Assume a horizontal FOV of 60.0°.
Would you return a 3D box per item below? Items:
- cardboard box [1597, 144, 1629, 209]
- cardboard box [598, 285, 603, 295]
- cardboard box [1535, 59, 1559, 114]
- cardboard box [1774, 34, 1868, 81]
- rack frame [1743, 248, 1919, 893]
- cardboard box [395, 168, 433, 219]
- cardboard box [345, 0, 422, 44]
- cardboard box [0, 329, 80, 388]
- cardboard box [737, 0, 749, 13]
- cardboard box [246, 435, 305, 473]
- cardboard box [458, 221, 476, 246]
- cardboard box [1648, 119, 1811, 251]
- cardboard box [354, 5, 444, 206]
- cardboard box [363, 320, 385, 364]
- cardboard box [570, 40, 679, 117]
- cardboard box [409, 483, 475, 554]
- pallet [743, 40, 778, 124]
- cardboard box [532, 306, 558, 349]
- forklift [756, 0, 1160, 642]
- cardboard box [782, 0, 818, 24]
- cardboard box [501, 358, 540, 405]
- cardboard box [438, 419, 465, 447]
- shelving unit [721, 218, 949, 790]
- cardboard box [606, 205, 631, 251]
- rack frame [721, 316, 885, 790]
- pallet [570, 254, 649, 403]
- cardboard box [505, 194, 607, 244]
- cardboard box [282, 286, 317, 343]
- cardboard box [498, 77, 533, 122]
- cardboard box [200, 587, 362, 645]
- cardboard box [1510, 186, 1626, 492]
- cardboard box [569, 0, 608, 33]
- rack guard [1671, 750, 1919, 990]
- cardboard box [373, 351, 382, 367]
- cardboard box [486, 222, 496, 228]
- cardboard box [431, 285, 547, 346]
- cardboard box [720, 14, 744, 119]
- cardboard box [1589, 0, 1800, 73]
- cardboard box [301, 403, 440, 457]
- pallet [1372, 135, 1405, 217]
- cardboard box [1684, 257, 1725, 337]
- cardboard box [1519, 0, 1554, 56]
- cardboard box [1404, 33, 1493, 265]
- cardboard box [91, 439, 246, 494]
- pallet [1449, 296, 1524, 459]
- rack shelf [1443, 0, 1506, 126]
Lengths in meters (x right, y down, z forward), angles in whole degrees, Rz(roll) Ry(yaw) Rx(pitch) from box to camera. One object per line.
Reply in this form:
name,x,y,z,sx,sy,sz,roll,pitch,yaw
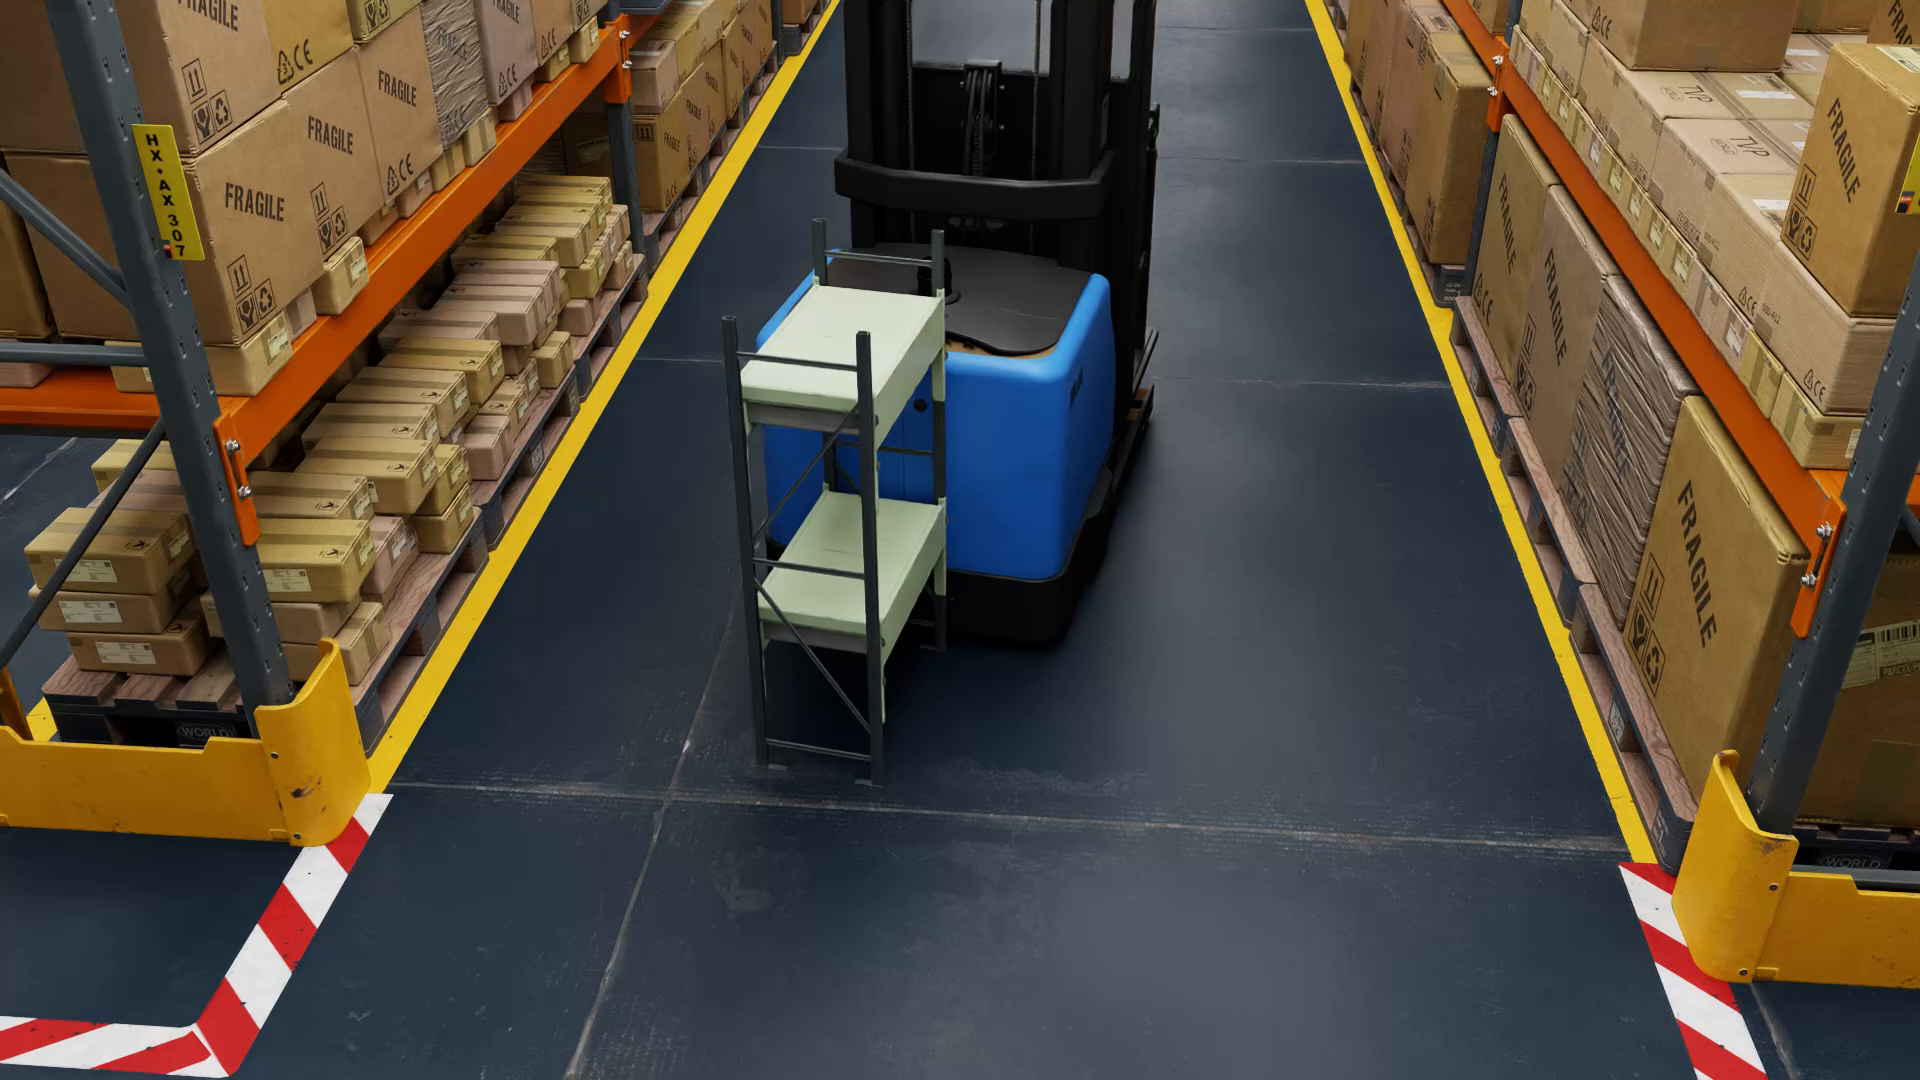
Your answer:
cardboard box,2.393,-1.226,5.619,0.380,0.149,0.250,2,32,3
cardboard box,-1.858,-1.166,7.600,0.380,0.149,0.250,3,32,5
cardboard box,2.476,-1.766,6.495,0.380,0.149,0.250,3,32,6
cardboard box,3.018,-1.571,5.800,0.500,0.250,0.500,3,32,5
rack frame,2.548,-0.197,3.710,1.000,3.000,0.127,2,32,4
cardboard box,-2.000,-1.193,5.566,0.380,0.149,0.250,2,32,3
cardboard box,-1.987,-1.815,5.004,0.500,0.500,0.500,2,32,3
cardboard box,-2.642,-0.537,4.502,0.380,0.149,0.250,2,32,4
cardboard box,-1.561,-3.445,10.249,0.500,0.250,0.500,3,32,5
cardboard box,-2.464,-0.249,5.829,0.380,0.149,0.250,2,32,3
cardboard box,-2.349,-1.324,7.289,0.380,0.149,0.250,2,32,3
cardboard box,2.406,-1.055,4.963,0.500,0.250,0.500,1,32,2
cardboard box,-2.005,-1.390,5.268,0.500,0.500,0.500,3,32,5
cardboard box,-2.449,-0.784,6.413,0.380,0.149,0.250,3,32,4
cardboard box,-1.738,-2.362,8.491,0.500,0.250,0.500,1,32,2
cardboard box,-1.942,-0.086,5.848,0.380,0.149,0.250,3,32,5
pallet,-1.801,-3.049,10.996,1.003,0.211,1.213,2,32,4
cardboard box,-1.904,-0.922,6.921,0.380,0.149,0.250,3,32,5
forklift,0.196,-1.670,6.167,1.130,2.935,3.031,8,32,12
cardboard box,-1.597,-4.180,11.918,1.050,0.750,0.750,2,32,3
cardboard box,-1.926,-0.624,6.720,0.380,0.149,0.250,3,32,5
cardboard box,-2.022,-0.361,6.010,0.380,0.149,0.250,1,32,2
shelving unit,-0.333,-0.102,4.985,0.431,1.500,0.755,8,32,12
cardboard box,-1.770,-1.466,7.804,0.380,0.149,0.250,3,32,5
rack frame,-0.425,0.084,4.684,0.400,1.500,0.023,8,32,12
pallet,-2.081,-1.013,7.693,1.003,0.211,1.213,2,32,4
cardboard box,-1.812,-1.439,7.476,0.380,0.149,0.250,3,32,5
cardboard box,-2.055,-0.645,4.676,0.380,0.149,0.250,4,32,6
cardboard box,-1.883,-1.733,6.442,0.380,0.149,0.250,1,32,2
cardboard box,-2.089,0.184,5.126,0.380,0.149,0.250,4,32,6
cardboard box,2.667,-0.750,6.233,0.875,0.875,0.875,2,32,4
cardboard box,-1.819,-2.457,6.999,0.500,0.500,0.500,3,32,4
rack guard,2.546,0.880,4.345,1.175,0.500,0.348,2,32,4
cardboard box,-2.480,-0.791,6.707,0.380,0.149,0.250,2,32,4
cardboard box,-2.410,-1.469,7.808,0.380,0.149,0.250,4,32,6
cardboard box,-1.864,-0.889,6.583,0.380,0.149,0.250,1,32,2
cardboard box,-1.602,-2.855,10.006,0.500,0.500,0.500,1,32,2
cardboard box,2.494,-1.901,5.621,0.500,0.500,0.500,1,32,2
cardboard box,-2.018,-0.348,5.705,0.380,0.149,0.250,1,32,2
pallet,2.958,-2.147,9.533,1.003,0.211,1.213,2,32,4
cardboard box,2.311,-0.688,4.747,0.380,0.149,0.250,3,32,5
cardboard box,2.574,-2.116,6.685,0.500,0.250,0.500,2,32,3
cardboard box,2.906,-1.898,8.096,1.225,0.875,0.875,3,32,4
cardboard box,-2.625,-0.237,5.526,0.380,0.149,0.250,2,32,3
pallet,2.734,-0.707,7.196,1.003,0.211,1.213,2,32,4
rack shelf,3.037,-3.028,8.990,1.077,0.370,4.000,2,32,4
